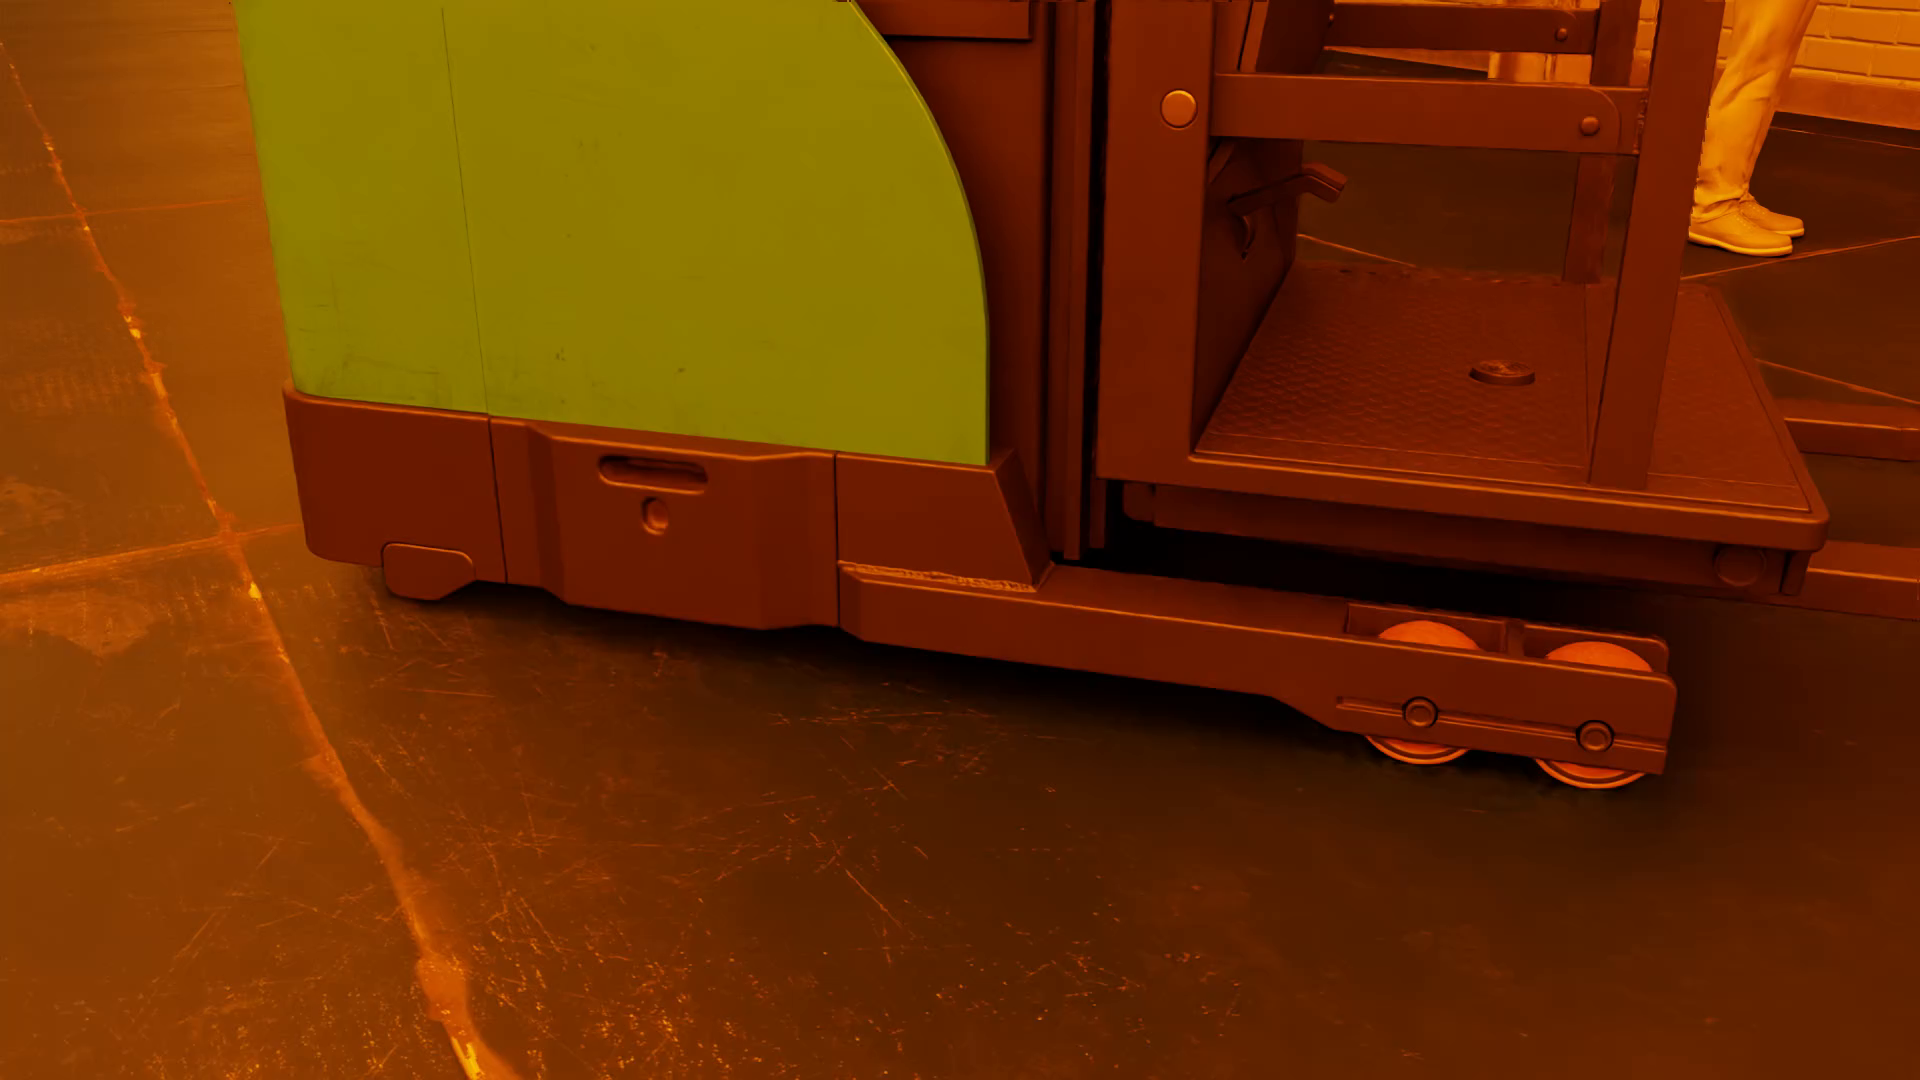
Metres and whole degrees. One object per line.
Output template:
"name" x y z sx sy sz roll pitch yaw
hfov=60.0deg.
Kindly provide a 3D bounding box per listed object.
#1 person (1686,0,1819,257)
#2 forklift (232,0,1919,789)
"person" 2.211 -1.636 4.400 0.338 1.692 0.463 15 26 32
"forklift" 0.614 -1.293 1.924 3.031 2.935 1.130 7 23 16
